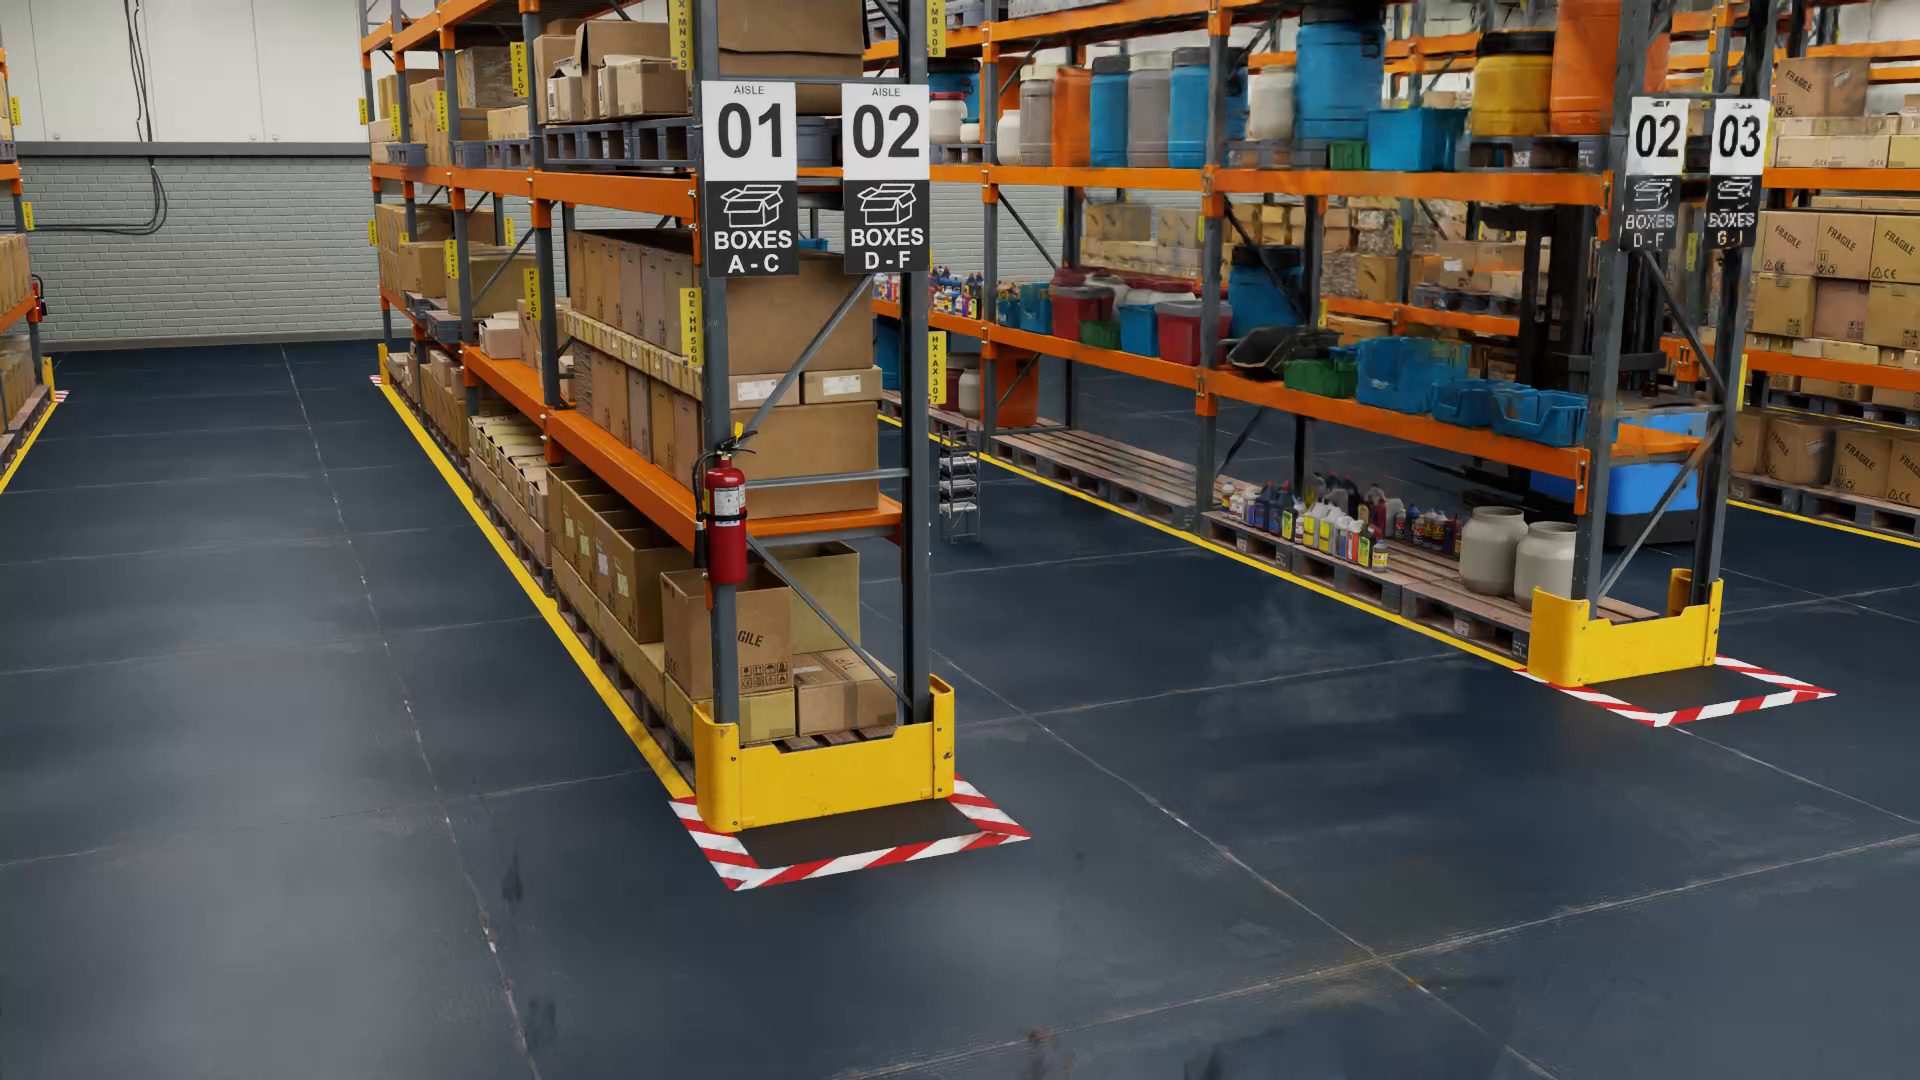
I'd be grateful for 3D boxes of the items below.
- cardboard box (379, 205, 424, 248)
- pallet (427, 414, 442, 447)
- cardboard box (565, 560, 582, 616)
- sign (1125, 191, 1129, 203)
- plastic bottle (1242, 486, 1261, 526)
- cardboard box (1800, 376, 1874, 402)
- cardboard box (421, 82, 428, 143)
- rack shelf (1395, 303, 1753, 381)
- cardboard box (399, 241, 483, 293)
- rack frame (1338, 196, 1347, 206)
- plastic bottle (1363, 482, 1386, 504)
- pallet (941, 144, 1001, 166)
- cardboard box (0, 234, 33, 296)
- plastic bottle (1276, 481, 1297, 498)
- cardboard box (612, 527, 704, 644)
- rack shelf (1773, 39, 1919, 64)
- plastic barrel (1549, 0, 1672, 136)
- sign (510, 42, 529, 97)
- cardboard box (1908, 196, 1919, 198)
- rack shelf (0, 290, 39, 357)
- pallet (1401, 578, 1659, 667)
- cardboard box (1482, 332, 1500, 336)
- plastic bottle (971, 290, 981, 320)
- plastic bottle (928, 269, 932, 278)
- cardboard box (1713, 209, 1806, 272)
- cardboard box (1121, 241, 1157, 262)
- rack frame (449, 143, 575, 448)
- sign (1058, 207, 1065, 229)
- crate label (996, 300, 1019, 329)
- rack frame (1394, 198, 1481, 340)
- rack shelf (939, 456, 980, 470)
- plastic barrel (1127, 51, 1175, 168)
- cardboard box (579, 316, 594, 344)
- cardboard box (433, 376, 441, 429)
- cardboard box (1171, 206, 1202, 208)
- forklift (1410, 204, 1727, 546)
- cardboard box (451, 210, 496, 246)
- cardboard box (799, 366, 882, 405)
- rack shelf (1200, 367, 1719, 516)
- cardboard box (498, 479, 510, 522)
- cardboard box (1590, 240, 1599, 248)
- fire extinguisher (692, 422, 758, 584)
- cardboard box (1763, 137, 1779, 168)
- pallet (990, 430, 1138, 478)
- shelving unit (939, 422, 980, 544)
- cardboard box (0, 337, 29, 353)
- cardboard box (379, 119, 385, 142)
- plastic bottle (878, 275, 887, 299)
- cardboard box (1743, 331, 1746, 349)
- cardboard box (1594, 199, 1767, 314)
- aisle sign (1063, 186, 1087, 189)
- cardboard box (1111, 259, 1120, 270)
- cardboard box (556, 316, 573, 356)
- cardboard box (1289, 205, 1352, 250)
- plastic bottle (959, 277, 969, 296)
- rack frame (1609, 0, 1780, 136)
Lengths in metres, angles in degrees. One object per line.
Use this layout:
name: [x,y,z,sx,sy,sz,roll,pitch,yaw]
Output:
cardboard box: [-6.877,-3.881,20.546,0.500,0.500,0.500,-5,14,-22]
pallet: [-5.067,-1.218,17.665,1.003,0.211,1.213,-6,14,-23]
cardboard box: [-2.119,0.273,10.203,0.500,0.250,0.500,-6,14,-23]
sign: [2.551,-5.187,25.537,0.100,0.325,0.005,-6,14,-23]
plastic bottle: [2.198,-0.253,12.374,0.152,0.276,0.135,-5,14,-21]
cardboard box: [10.353,-2.030,19.048,1.050,0.750,0.750,-5,14,-22]
cardboard box: [-5.004,-4.258,16.588,0.600,0.600,0.600,-6,14,-24]
rack shelf: [6.054,-2.045,16.650,1.077,0.370,4.000,-6,14,-23]
cardboard box: [-5.443,-2.877,17.493,0.700,0.500,0.500,-12,18,-42]
rack frame: [6.634,-4.889,27.341,1.000,3.000,0.127,-6,14,-23]
plastic bottle: [3.046,-0.246,12.177,0.144,0.351,0.185,-6,14,-23]
pallet: [0.498,-3.898,16.825,1.003,0.211,1.213,-6,14,-23]
cardboard box: [-11.354,-3.161,19.211,0.980,0.700,0.700,-5,14,-20]
plastic bottle: [2.393,-0.268,12.273,0.144,0.351,0.185,-6,14,-23]
cardboard box: [-1.522,0.218,8.777,0.500,0.500,0.500,-6,14,-23]
rack shelf: [10.640,-5.200,17.864,1.077,0.370,4.000,-6,14,-23]
plastic barrel: [3.609,-2.673,9.230,0.600,0.830,0.708,-6,14,-23]
sign: [-2.716,-2.904,10.268,0.100,0.325,0.005,-6,14,-23]
cardboard box: [16.925,-5.748,29.064,0.500,0.500,0.500,-6,14,-25]
rack shelf: [-10.766,-2.356,17.992,1.077,0.370,4.000,-6,14,-23]
pallet: [3.526,0.470,10.371,1.003,0.211,1.213,-6,14,-23]
cardboard box: [7.819,-3.059,24.168,0.380,0.149,0.250,-5,14,-22]
plastic bottle: [0.162,-2.350,16.629,0.061,0.283,0.133,-6,14,-23]
plastic bottle: [-0.351,-2.991,19.248,0.144,0.351,0.185,-6,14,-23]
cardboard box: [6.803,-2.547,14.125,0.500,0.500,0.500,-6,14,-23]
cardboard box: [2.620,-4.092,23.570,0.500,0.250,0.500,-6,14,-24]
rack frame: [-3.825,-1.915,14.491,1.000,3.000,0.127,-6,14,-23]
sign: [1.538,-4.873,25.177,0.100,0.325,0.005,-6,14,-23]
crate label: [0.540,-2.159,15.917,0.303,0.233,0.416,-6,14,-23]
rack frame: [5.253,-2.809,18.354,1.000,3.000,0.127,-6,14,-23]
rack shelf: [-0.003,-0.583,12.743,0.258,0.077,0.200,-6,14,-23]
plastic barrel: [1.653,-3.461,13.409,0.600,0.901,0.600,0,13,0]
cardboard box: [-2.087,-1.275,10.067,0.380,0.149,0.250,-6,14,-24]
cardboard box: [-5.040,-1.403,16.846,0.500,0.500,0.500,-5,14,-22]
cardboard box: [3.290,-4.404,23.256,0.500,0.500,0.500,-6,14,-25]
forklift: [4.885,-1.665,13.565,1.130,2.935,3.031,-4,14,-17]
cardboard box: [-5.358,-3.400,18.468,0.500,0.500,0.500,-5,14,-21]
cardboard box: [-0.580,-0.727,7.700,0.380,0.149,0.250,-6,14,-23]
rack shelf: [3.118,-0.771,11.146,1.077,0.370,4.000,-6,14,-23]
cardboard box: [-3.263,-0.329,12.804,0.500,0.250,0.500,-5,14,-22]
cardboard box: [8.503,-3.896,22.017,0.380,0.149,0.250,-6,14,-24]
fire extinguisher: [-0.999,-0.158,7.072,0.296,0.674,0.183,-6,14,-23]
cardboard box: [6.801,-3.255,13.960,0.500,0.250,0.500,-6,14,-25]
pallet: [0.990,-0.839,16.029,1.003,0.211,1.213,-6,14,-23]
shelving unit: [-0.003,-0.440,12.776,0.258,0.900,0.210,-6,14,-23]
cardboard box: [-10.874,-2.224,19.000,0.380,0.149,0.250,-5,14,-21]
cardboard box: [-6.466,-4.760,19.354,0.500,0.250,0.500,-6,14,-23]
plastic bottle: [-0.883,-2.893,19.003,0.097,0.271,0.097,0,13,0]
cardboard box: [6.754,-1.736,14.274,0.380,0.149,0.250,-6,14,-23]
cardboard box: [6.666,-2.656,15.432,1.000,1.000,1.000,-6,14,-23]
aisle sign: [1.745,-5.716,25.149,0.394,0.787,0.004,-6,14,-23]
cardboard box: [2.406,-3.971,23.931,0.380,0.149,0.250,-6,14,-24]
cardboard box: [-2.726,-1.406,12.071,0.500,0.500,0.500,-5,14,-19]
cardboard box: [4.442,-3.772,20.067,0.797,0.503,0.637,-5,14,-21]
plastic bottle: [0.062,-2.820,18.676,0.152,0.276,0.135,-6,14,-23]
rack frame: [3.920,-3.631,8.603,1.000,3.000,0.127,-6,14,-23]
